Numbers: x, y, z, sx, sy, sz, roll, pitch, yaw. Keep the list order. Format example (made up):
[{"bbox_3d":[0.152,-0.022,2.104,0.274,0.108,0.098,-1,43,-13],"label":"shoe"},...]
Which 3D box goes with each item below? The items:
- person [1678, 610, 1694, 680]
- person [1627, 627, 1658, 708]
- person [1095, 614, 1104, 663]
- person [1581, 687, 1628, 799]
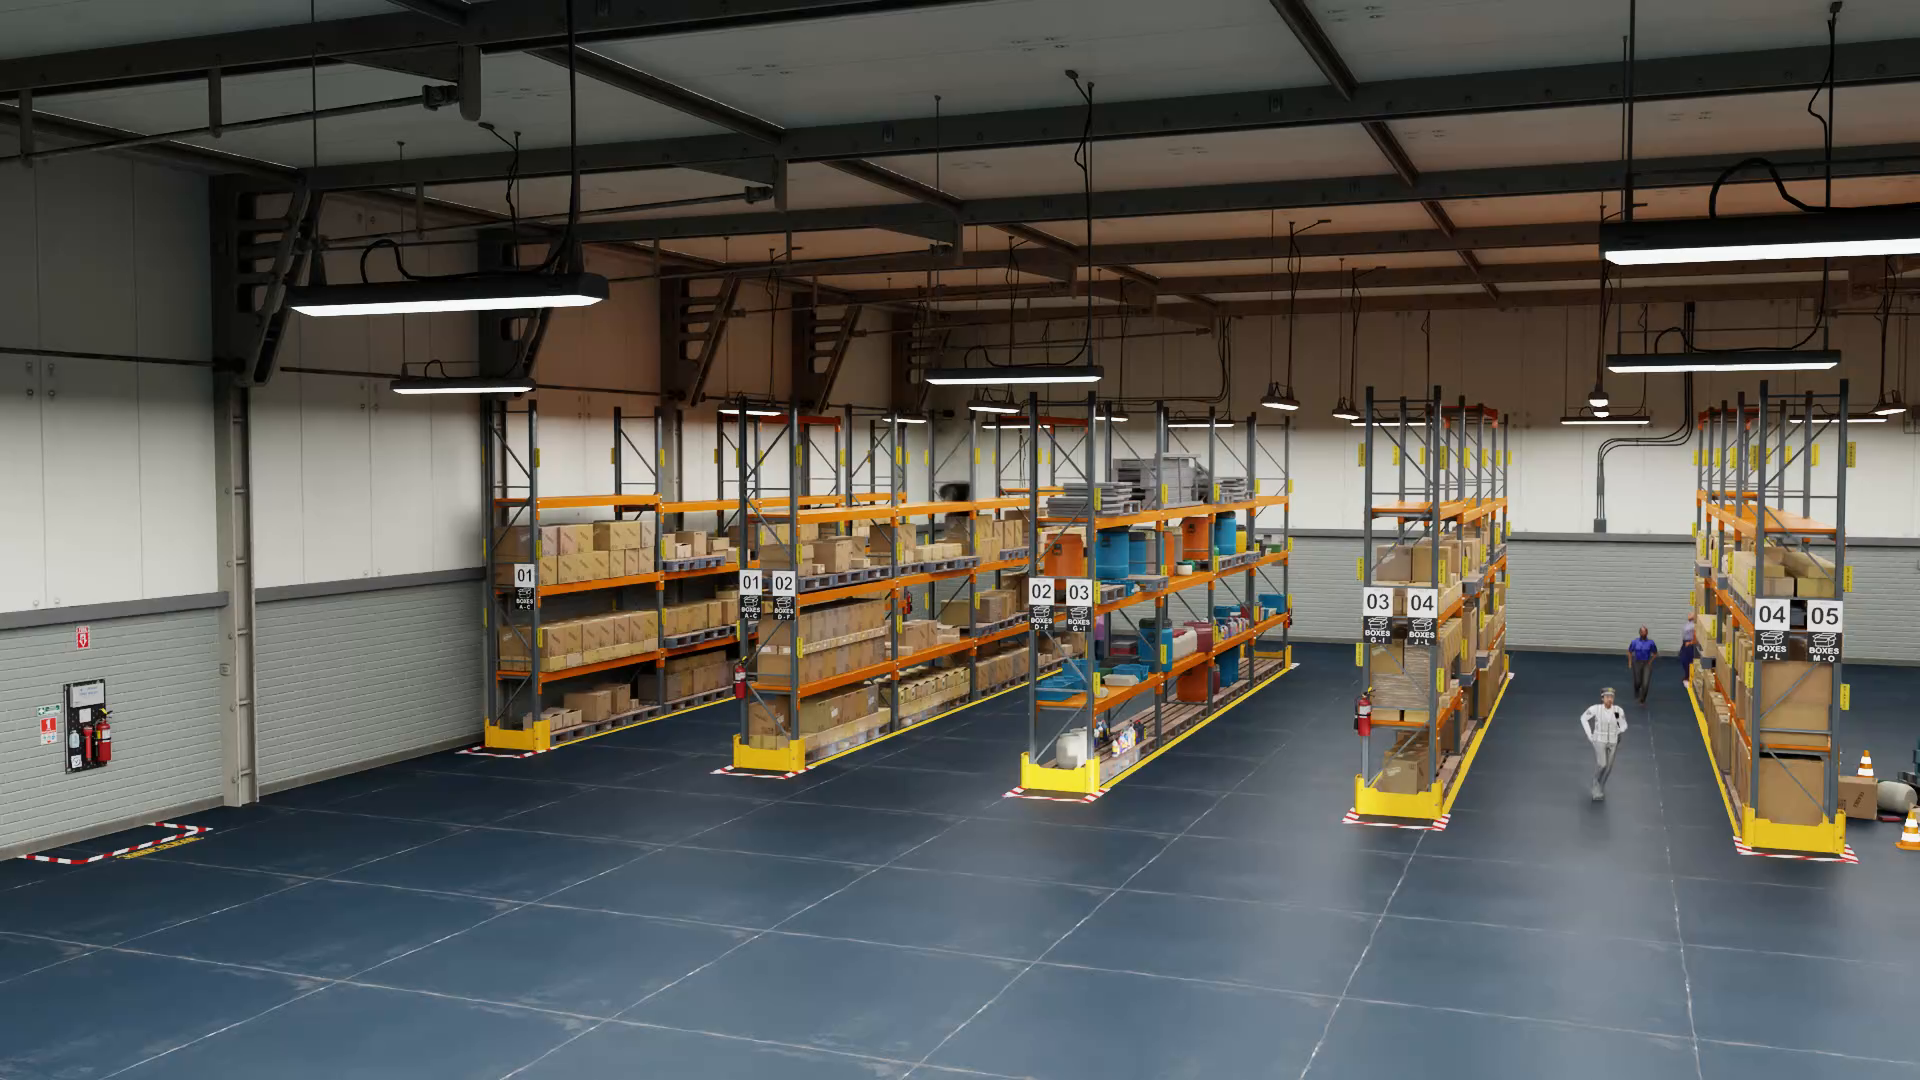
[{"bbox_3d":[16.512,2.389,37.402,0.557,1.633,0.627,0,3,-7],"label":"person"},{"bbox_3d":[13.772,2.561,33.551,0.583,1.605,0.558,1,3,21],"label":"person"},{"bbox_3d":[2.925,2.160,35.495,0.529,1.641,0.749,1,3,14],"label":"person"},{"bbox_3d":[9.423,2.958,24.267,0.607,1.649,0.666,0,3,4],"label":"person"}]
